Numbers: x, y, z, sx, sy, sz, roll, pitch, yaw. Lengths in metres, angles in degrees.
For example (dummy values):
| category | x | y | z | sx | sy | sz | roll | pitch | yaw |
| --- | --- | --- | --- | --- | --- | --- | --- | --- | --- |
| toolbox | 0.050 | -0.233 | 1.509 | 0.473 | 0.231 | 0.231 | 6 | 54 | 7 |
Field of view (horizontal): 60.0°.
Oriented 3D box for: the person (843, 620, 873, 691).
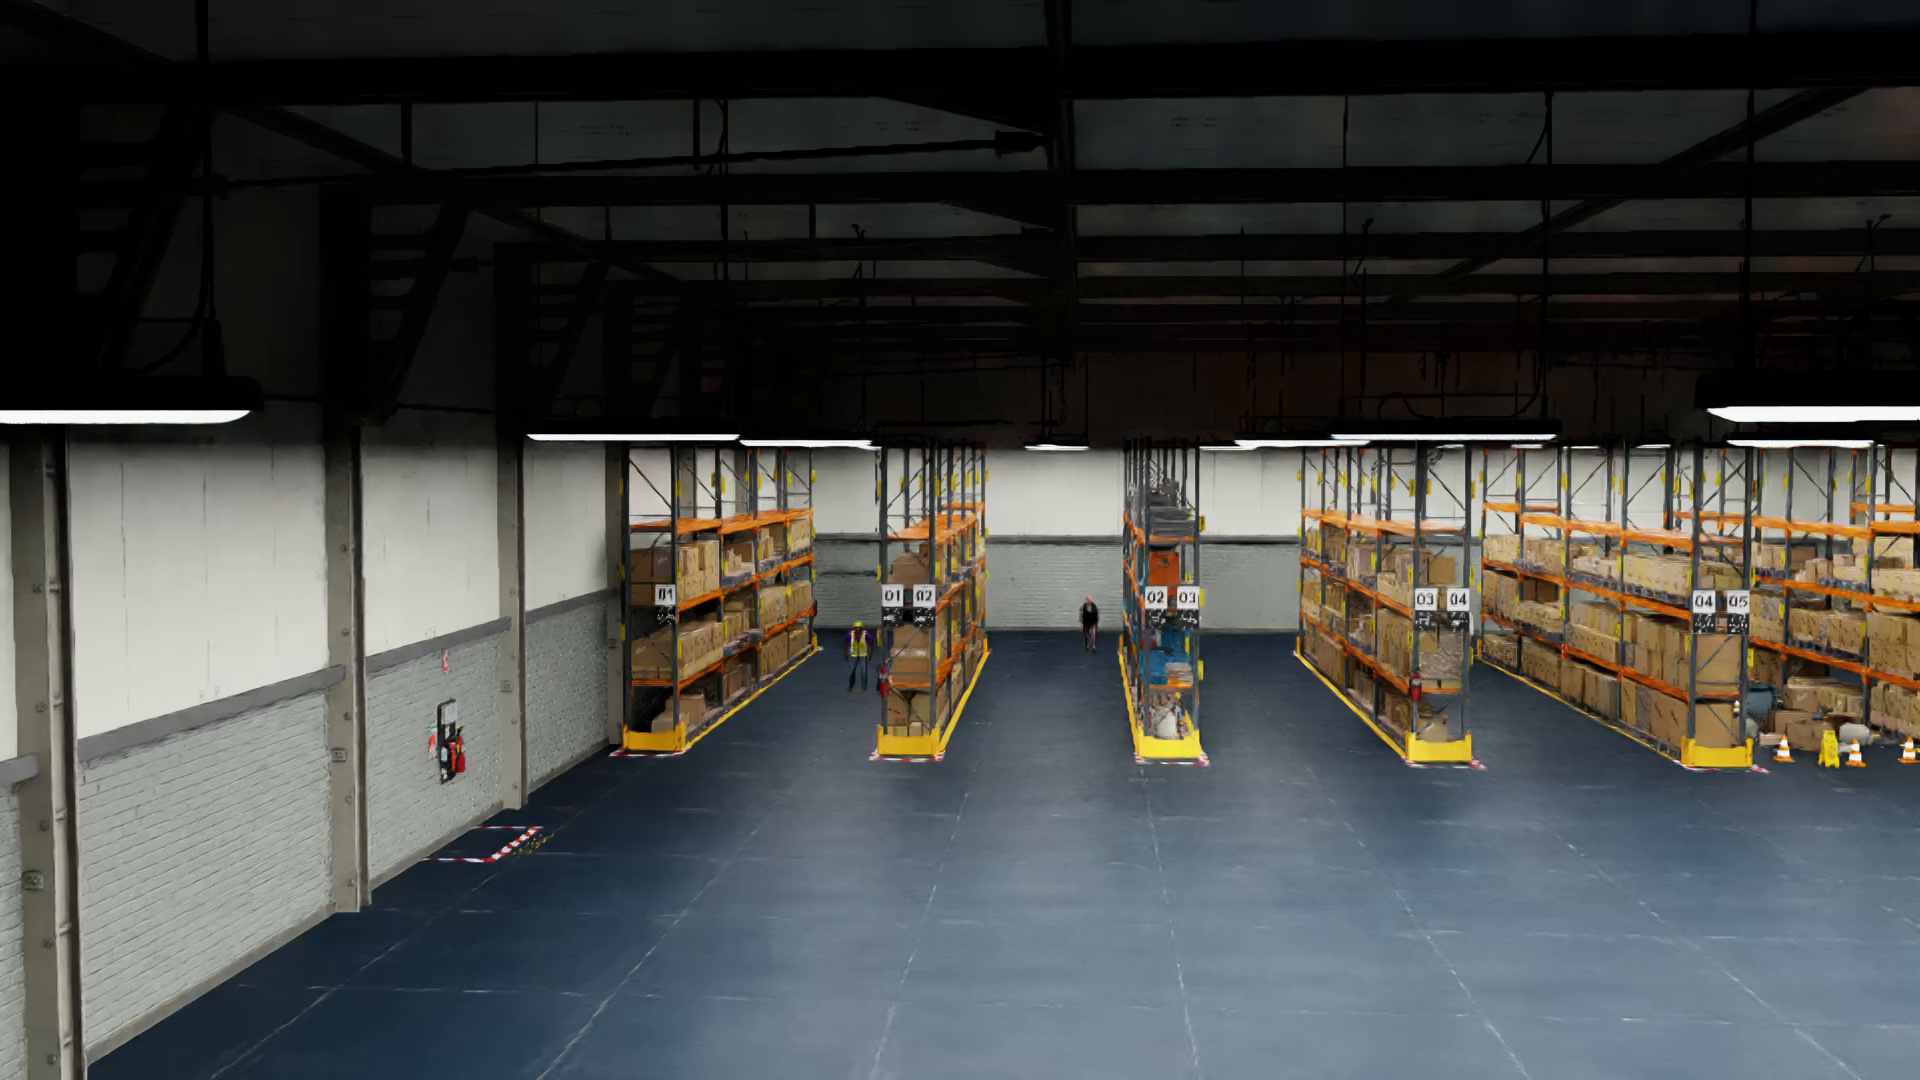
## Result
| category | x | y | z | sx | sy | sz | roll | pitch | yaw |
| --- | --- | --- | --- | --- | --- | --- | --- | --- | --- |
| person | -2.423 | 2.755 | 39.611 | 0.719 | 1.714 | 0.578 | 0 | 3 | 2 |

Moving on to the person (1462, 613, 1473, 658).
| category | x | y | z | sx | sy | sz | roll | pitch | yaw |
| --- | --- | --- | --- | --- | --- | --- | --- | --- | --- |
| person | 13.387 | 2.481 | 44.302 | 0.589 | 1.697 | 1.175 | 0 | 3 | 3 |

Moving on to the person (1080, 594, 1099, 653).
| category | x | y | z | sx | sy | sz | roll | pitch | yaw |
| --- | --- | --- | --- | --- | --- | --- | --- | --- | --- |
| person | 3.668 | 2.356 | 47.292 | 0.544 | 1.646 | 1.101 | 0 | 3 | 8 |
